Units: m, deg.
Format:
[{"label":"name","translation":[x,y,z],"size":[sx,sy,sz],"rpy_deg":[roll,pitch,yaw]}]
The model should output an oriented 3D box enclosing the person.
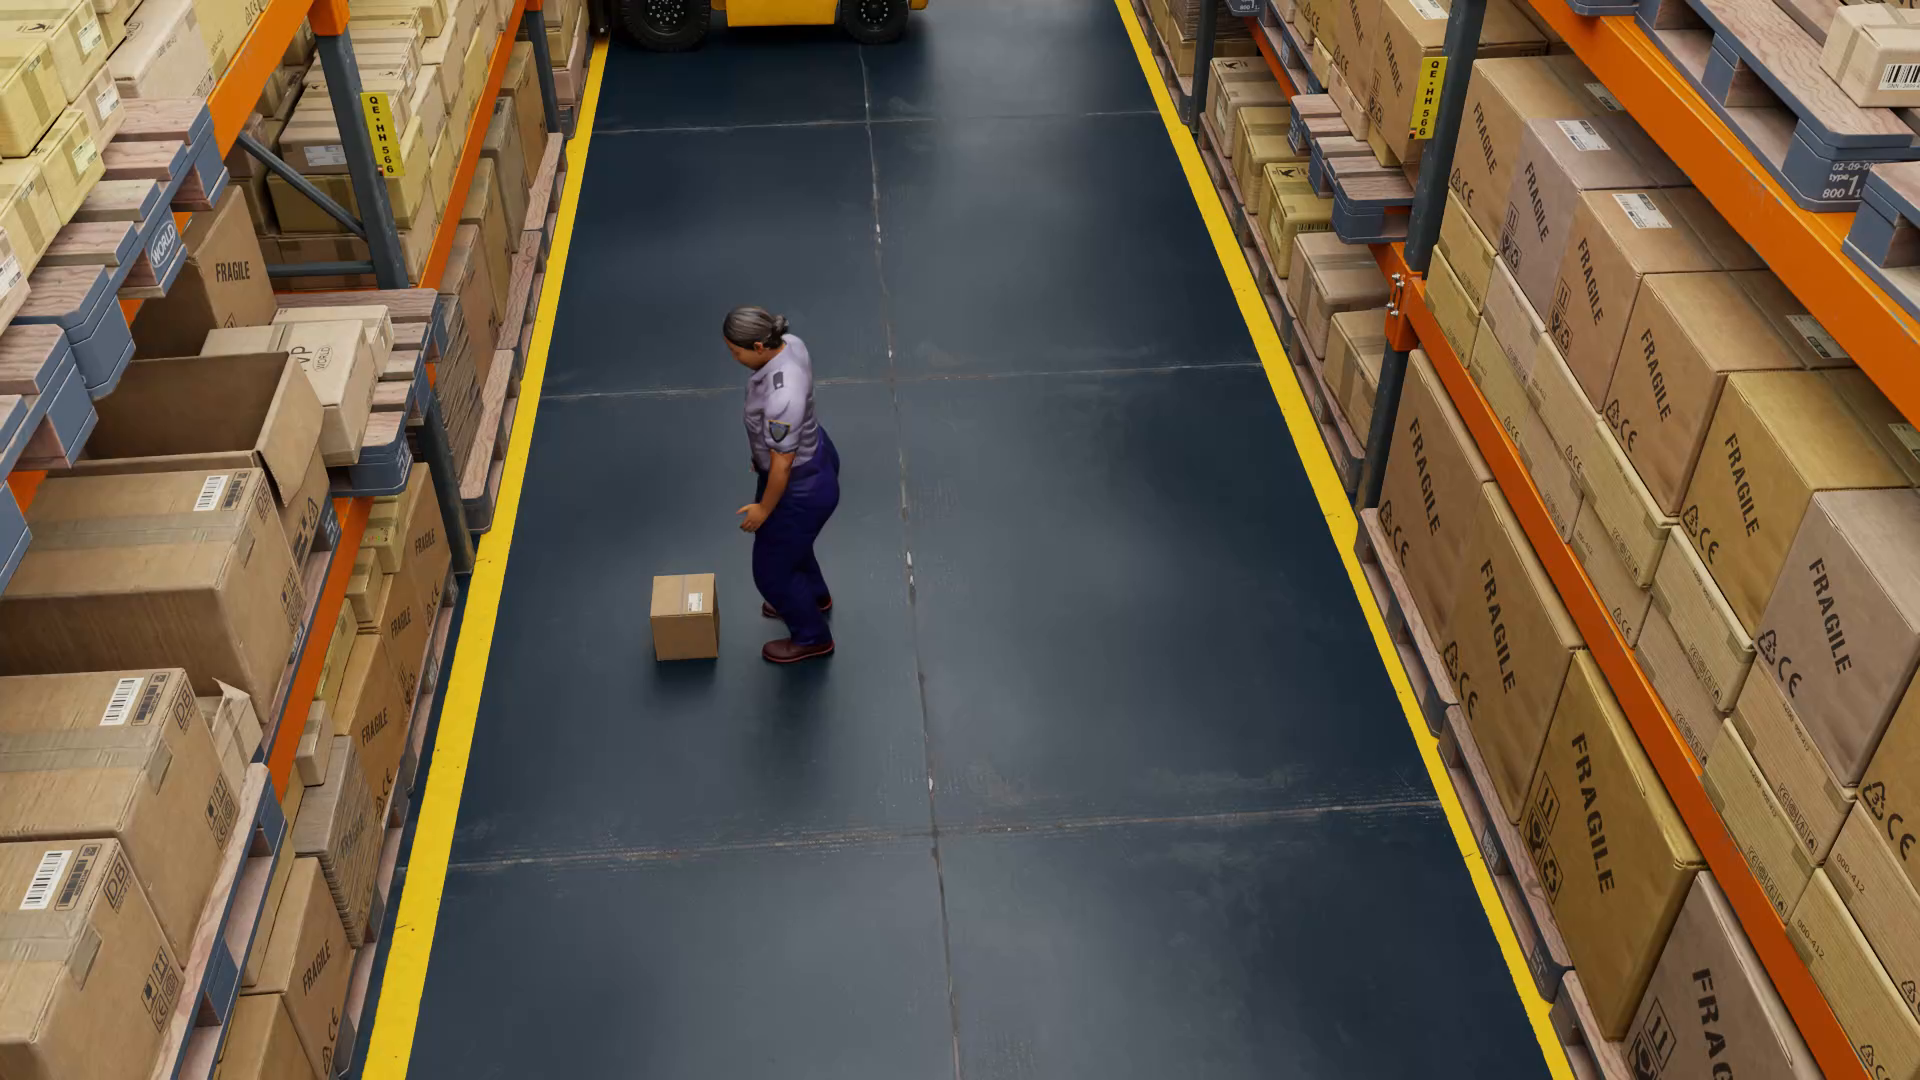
[{"label":"person","translation":[-0.666,-0.216,6.472],"size":[0.397,1.607,0.496],"rpy_deg":[-2,39,-3]}]
